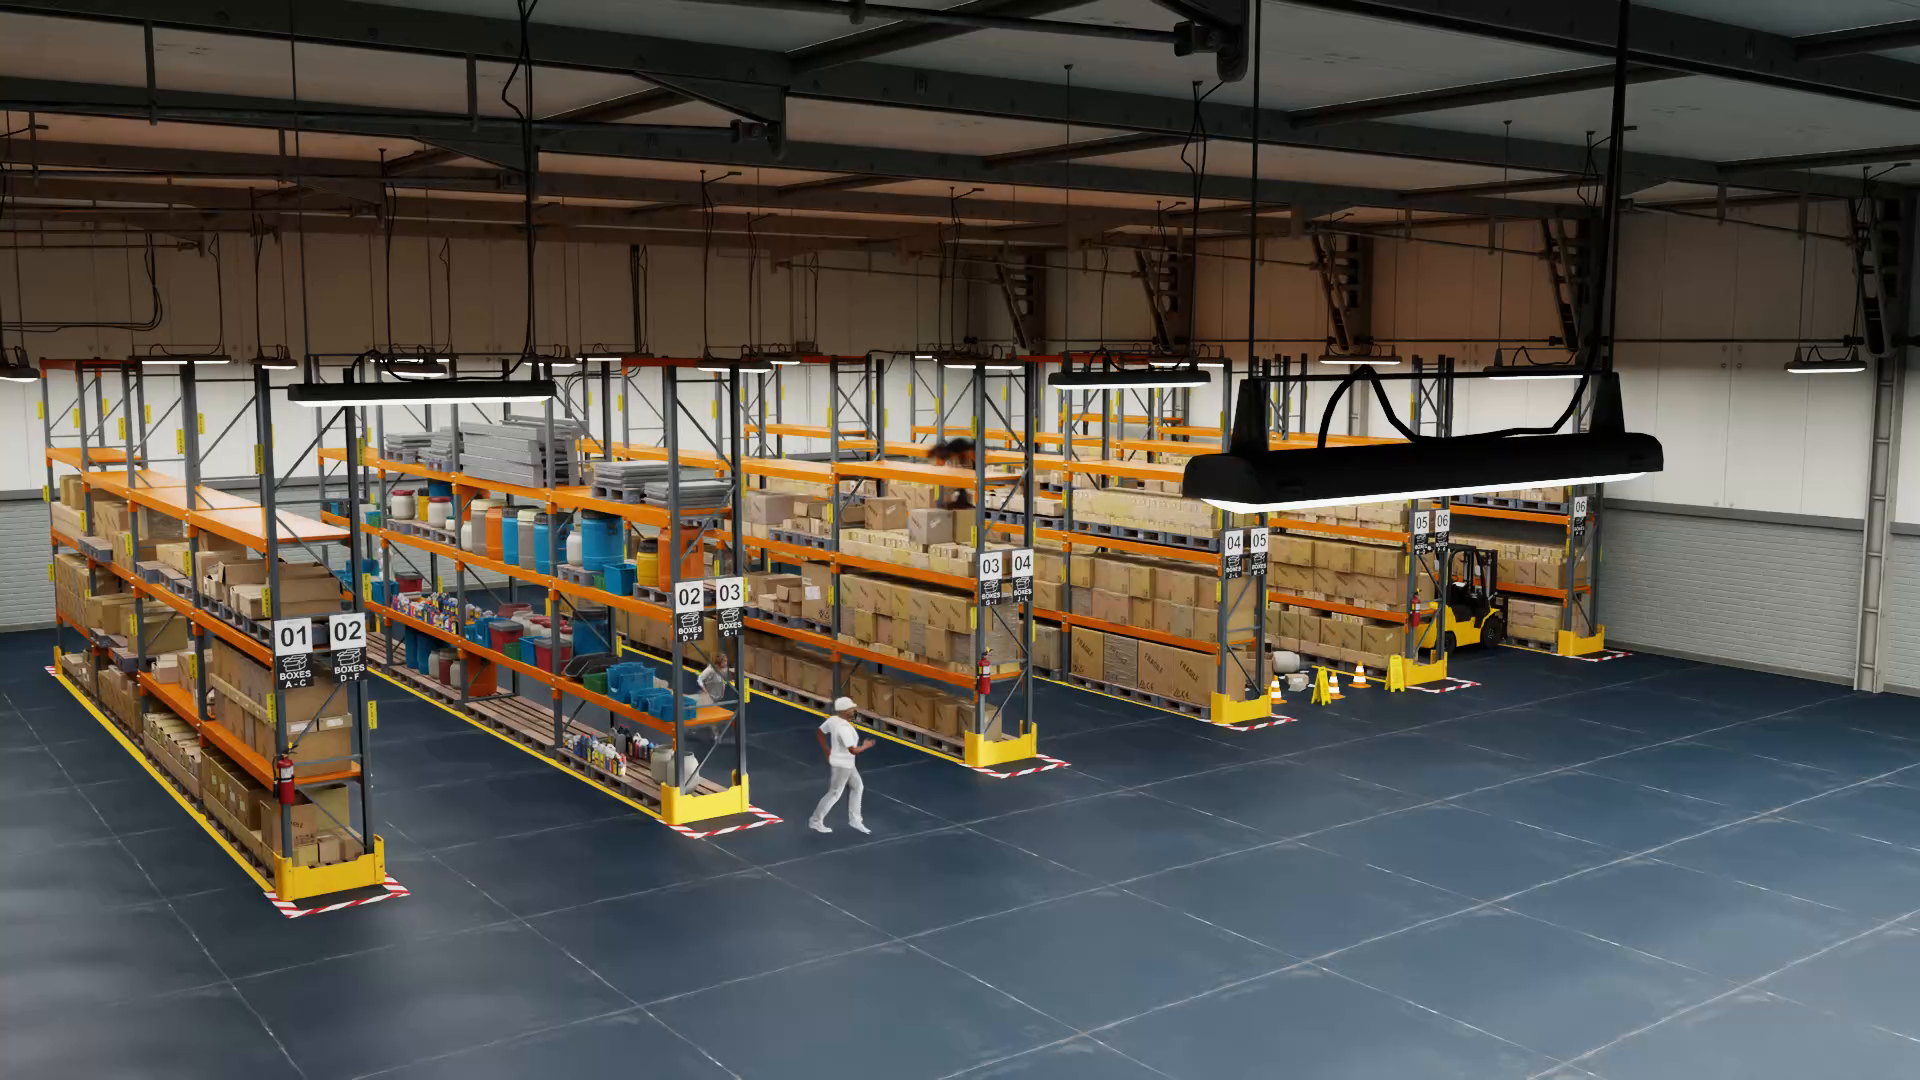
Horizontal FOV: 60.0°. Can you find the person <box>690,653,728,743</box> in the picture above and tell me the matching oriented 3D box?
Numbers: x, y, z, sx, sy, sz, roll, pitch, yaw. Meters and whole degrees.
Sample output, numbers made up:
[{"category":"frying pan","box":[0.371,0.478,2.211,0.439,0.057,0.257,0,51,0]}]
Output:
[{"category":"person","box":[-3.996,2.482,26.319,0.920,1.492,0.538,6,9,43]}]

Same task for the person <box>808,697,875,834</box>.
[{"category":"person","box":[-1.513,2.904,21.242,0.870,1.823,0.662,-1,7,-9]}]

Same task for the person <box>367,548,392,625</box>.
[{"category":"person","box":[-12.830,1.036,36.913,0.688,1.723,0.701,-2,7,-14]}]
